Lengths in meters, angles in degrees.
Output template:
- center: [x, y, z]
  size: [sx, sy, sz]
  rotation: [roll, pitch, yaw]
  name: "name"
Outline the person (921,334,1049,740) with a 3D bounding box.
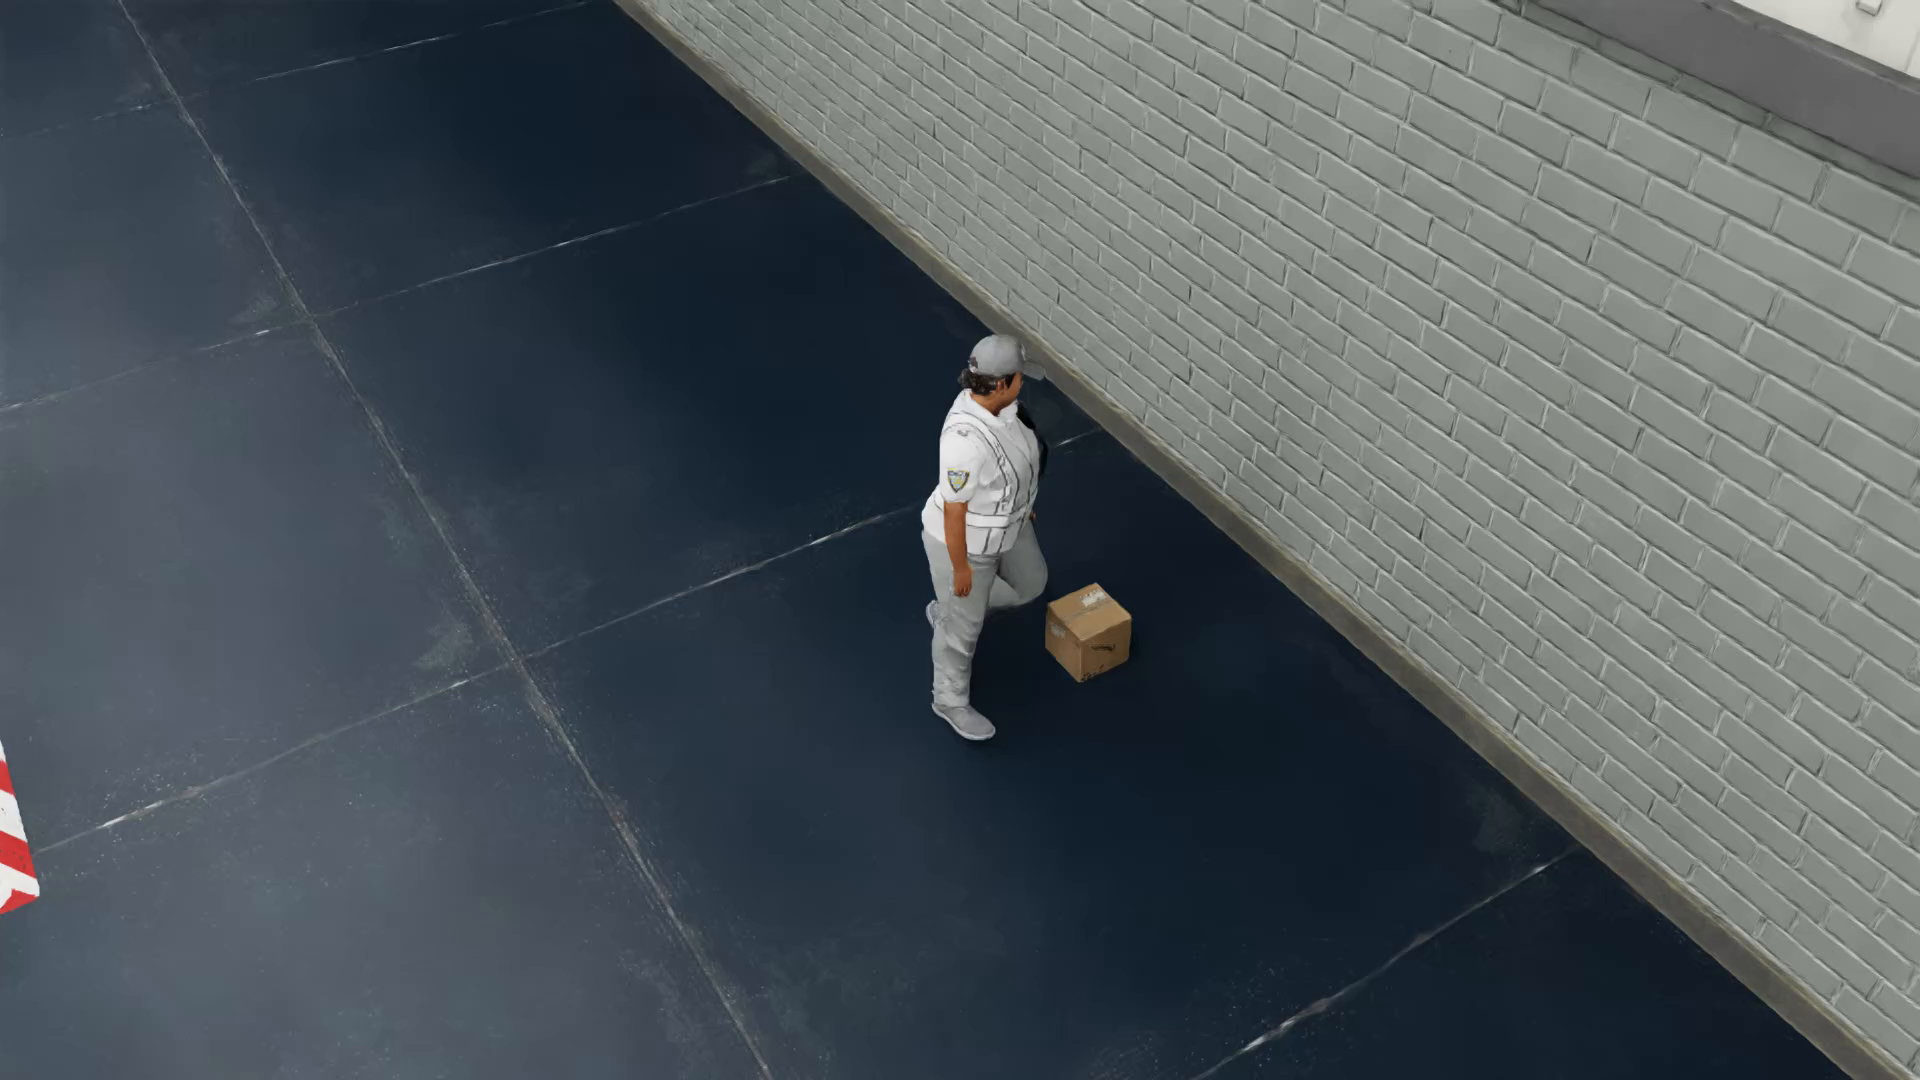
- center: [0.054, -0.038, 6.192]
  size: [0.460, 1.640, 0.588]
  rotation: [17, 44, 18]
  name: "person"
